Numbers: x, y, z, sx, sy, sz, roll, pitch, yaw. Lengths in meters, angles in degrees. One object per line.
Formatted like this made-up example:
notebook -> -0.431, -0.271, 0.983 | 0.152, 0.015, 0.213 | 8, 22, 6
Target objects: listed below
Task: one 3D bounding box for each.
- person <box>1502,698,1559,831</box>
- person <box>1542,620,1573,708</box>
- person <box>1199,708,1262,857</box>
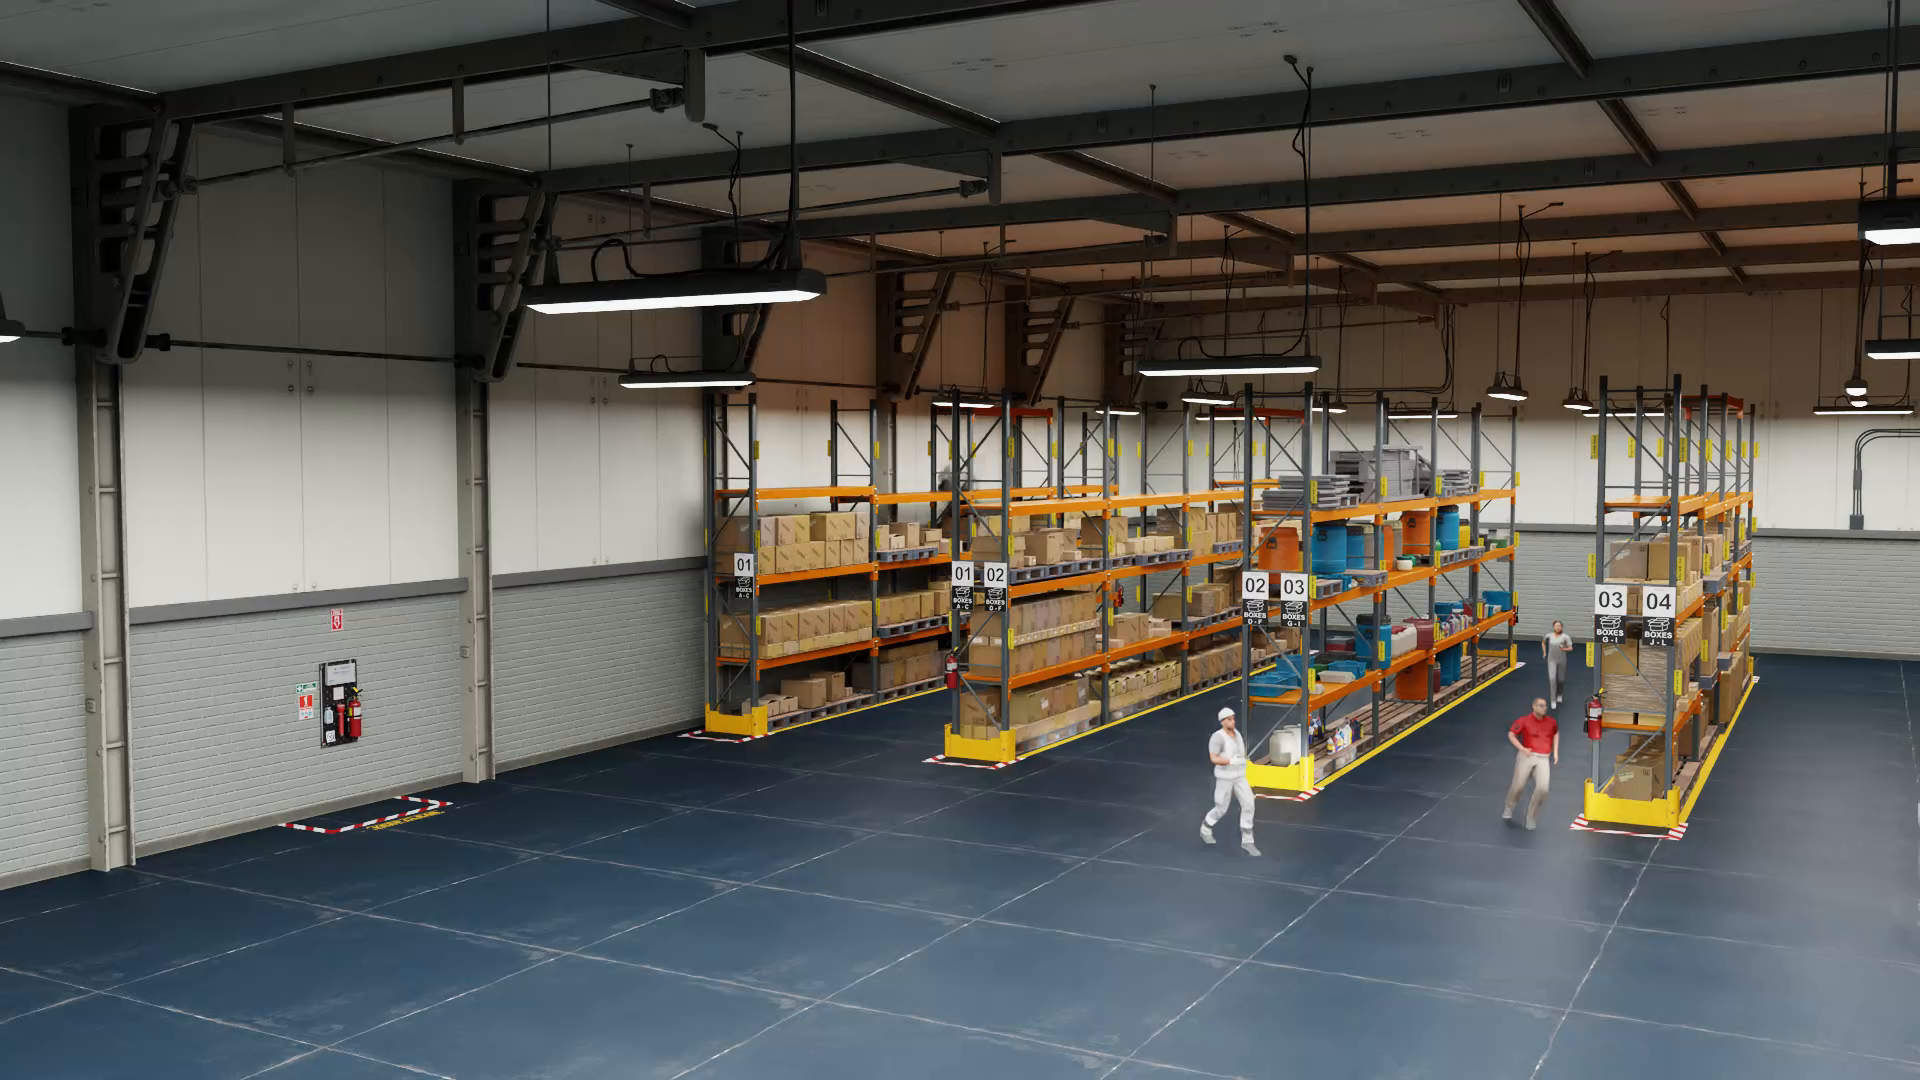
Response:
person -> 7.650, 2.974, 22.166 | 0.737, 1.759, 0.698 | 0, 3, 3
person -> 11.625, 2.394, 32.380 | 0.560, 1.659, 0.960 | 1, 3, 18
person -> 3.379, 2.988, 20.730 | 0.667, 1.801, 0.908 | -2, 4, -34
